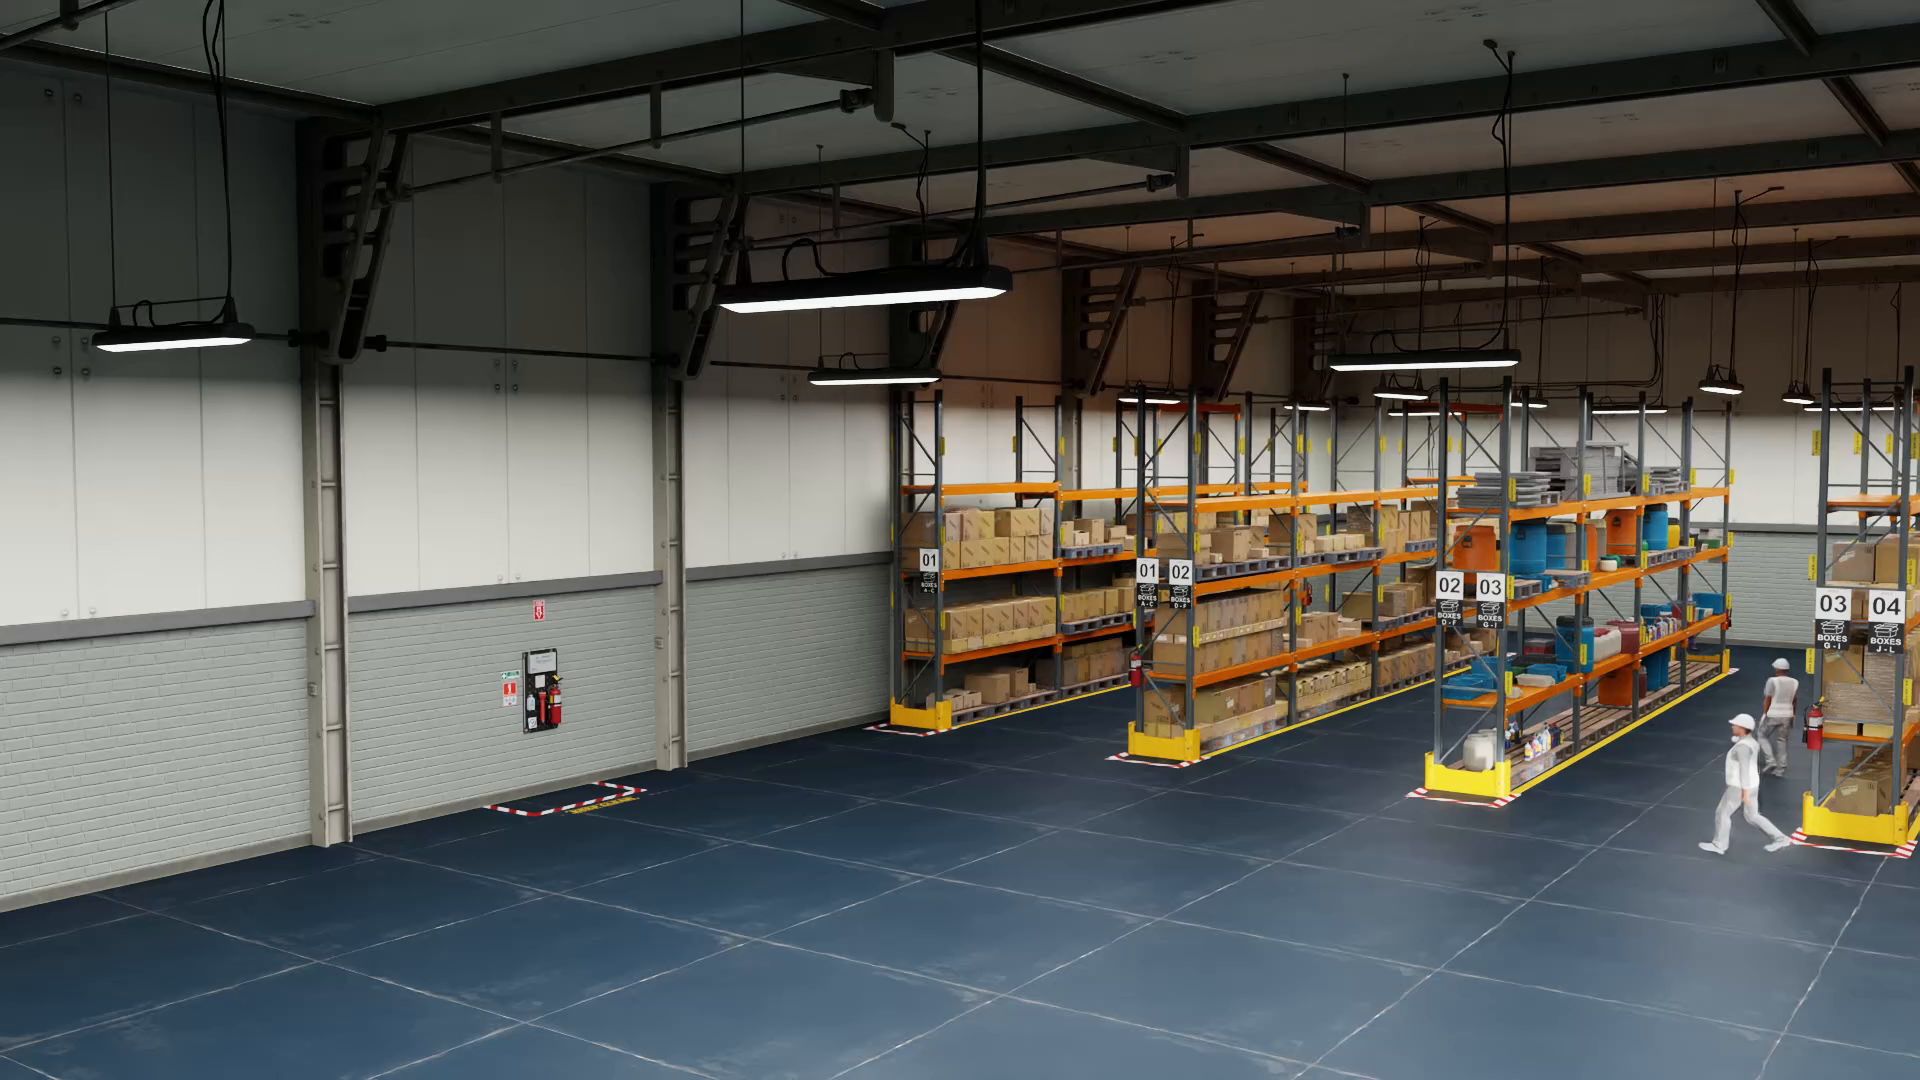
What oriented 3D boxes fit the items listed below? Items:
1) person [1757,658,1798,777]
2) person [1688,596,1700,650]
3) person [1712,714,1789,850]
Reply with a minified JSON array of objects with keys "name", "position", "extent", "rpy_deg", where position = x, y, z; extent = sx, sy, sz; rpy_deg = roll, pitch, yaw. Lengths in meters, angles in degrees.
[{"name":"person","position":[12.386,2.683,25.150],"extent":[0.560,1.780,0.473],"rpy_deg":[0,3,8]},{"name":"person","position":[17.923,2.012,41.017],"extent":[0.465,1.344,0.951],"rpy_deg":[-1,3,-17]},{"name":"person","position":[9.635,2.964,20.237],"extent":[0.826,1.687,0.538],"rpy_deg":[2,4,37]}]
